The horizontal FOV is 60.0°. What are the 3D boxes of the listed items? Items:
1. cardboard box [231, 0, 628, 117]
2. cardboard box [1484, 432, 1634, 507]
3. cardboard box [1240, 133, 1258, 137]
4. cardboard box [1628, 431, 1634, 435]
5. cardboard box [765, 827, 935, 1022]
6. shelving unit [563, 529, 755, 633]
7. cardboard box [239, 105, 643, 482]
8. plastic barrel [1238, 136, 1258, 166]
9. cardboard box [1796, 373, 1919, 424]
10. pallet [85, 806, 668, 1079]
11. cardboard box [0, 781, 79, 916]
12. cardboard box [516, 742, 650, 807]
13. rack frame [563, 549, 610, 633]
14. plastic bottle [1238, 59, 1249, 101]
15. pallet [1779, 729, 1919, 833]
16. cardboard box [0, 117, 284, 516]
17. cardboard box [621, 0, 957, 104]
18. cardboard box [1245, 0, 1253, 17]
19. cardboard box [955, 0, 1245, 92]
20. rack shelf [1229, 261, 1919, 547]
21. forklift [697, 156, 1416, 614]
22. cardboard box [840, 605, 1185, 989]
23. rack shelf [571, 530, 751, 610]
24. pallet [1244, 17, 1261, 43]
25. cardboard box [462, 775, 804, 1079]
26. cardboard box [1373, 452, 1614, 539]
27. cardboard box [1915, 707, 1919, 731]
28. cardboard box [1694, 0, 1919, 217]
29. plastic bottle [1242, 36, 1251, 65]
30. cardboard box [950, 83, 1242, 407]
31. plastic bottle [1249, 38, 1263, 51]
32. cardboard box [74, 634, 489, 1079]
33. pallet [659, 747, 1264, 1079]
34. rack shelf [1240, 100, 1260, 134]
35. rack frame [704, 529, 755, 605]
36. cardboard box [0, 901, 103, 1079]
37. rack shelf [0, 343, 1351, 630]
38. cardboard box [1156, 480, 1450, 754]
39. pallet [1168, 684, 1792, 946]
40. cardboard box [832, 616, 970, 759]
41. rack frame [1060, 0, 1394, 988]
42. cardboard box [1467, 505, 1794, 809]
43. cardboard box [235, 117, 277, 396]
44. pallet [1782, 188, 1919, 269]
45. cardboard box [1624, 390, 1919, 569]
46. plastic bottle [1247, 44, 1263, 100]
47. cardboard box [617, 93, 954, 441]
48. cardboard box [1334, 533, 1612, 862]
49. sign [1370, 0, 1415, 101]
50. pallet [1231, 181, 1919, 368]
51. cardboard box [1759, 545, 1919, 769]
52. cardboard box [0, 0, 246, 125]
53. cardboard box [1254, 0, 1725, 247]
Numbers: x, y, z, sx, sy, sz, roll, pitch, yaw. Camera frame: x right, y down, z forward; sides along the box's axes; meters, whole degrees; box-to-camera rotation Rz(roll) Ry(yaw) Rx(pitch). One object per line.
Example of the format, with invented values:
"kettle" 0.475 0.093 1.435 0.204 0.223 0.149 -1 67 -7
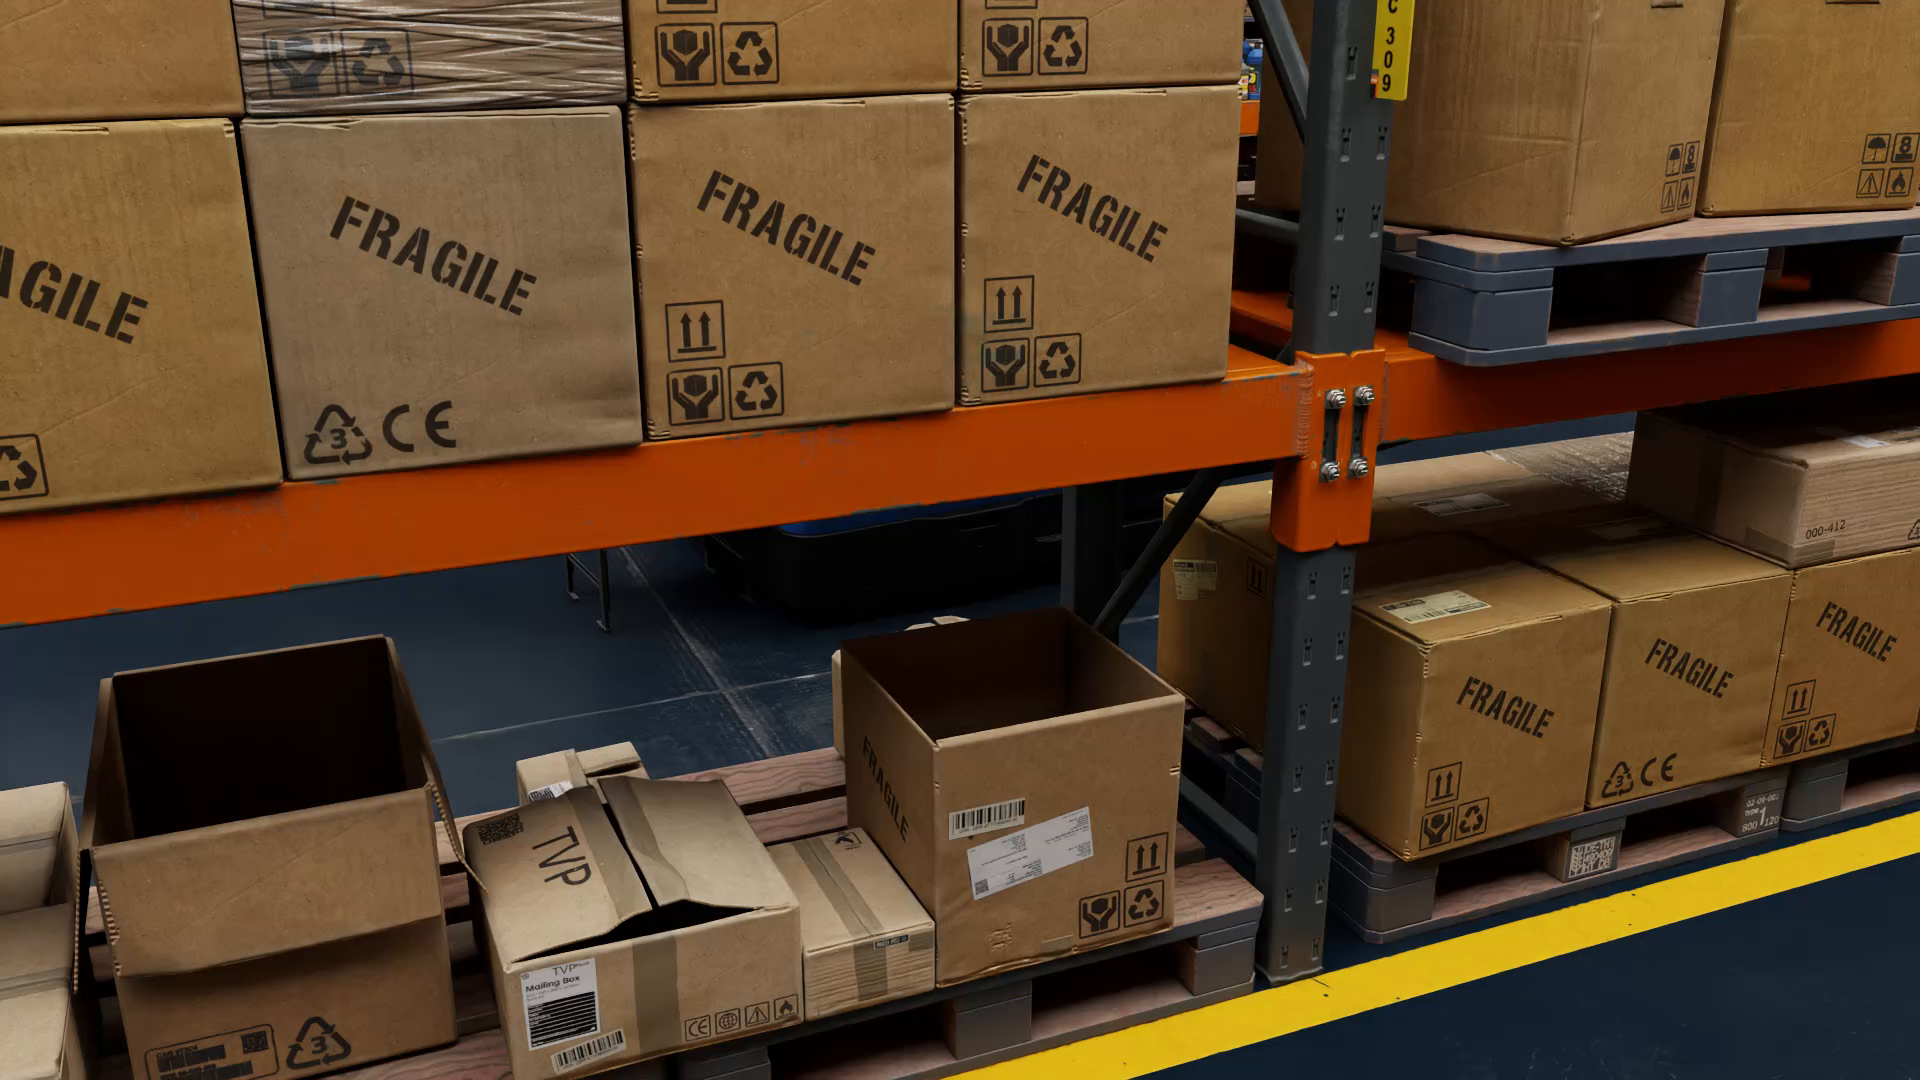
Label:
"cardboard box" -0.795 -0.895 2.391 0.500 0.500 0.500 -8 21 -21
"cardboard box" 1.757 0.035 4.508 0.500 0.500 0.500 -8 21 -21
"cardboard box" 2.393 -3.553 14.699 0.500 0.500 0.700 -10 22 -27
"cardboard box" 2.223 -0.033 4.699 0.500 0.500 0.500 -9 21 -24
"cardboard box" -0.232 0.710 3.118 0.250 0.149 0.380 -8 21 -22
"shelving unit" -0.988 -0.798 5.126 0.503 2.100 0.431 -11 22 -28
"cardboard box" -0.802 -0.423 2.555 0.500 0.500 0.500 -8 21 -21
"plastic barrel" 1.771 -1.798 9.247 0.708 0.830 0.600 -8 21 -22
"cardboard box" 2.418 -0.225 4.117 0.500 0.250 0.500 -9 21 -23
"pallet" -1.254 0.911 3.116 1.213 0.211 1.003 -8 21 -22
"cardboard box" -1.888 0.697 3.003 0.500 0.250 0.500 -8 21 -22
"cardboard box" -0.762 0.579 3.465 0.250 0.166 0.380 -8 21 -22
"rack frame" -1.200 -0.757 5.011 0.015 2.100 0.400 -11 22 -28
"plastic bottle" 1.418 -2.338 8.444 0.097 0.201 0.097 0 19 0
"pallet" 2.353 0.379 4.628 1.213 0.211 1.003 -8 21 -22
"cardboard box" -1.269 -0.355 2.362 0.500 0.500 0.500 -8 21 -21
"cardboard box" -0.332 -0.961 2.579 0.500 0.500 0.500 -9 21 -23
"cardboard box" 2.369 -4.720 14.124 0.637 0.503 0.797 -6 20 -16
"cardboard box" 0.137 -1.029 2.773 0.500 0.500 0.500 -8 21 -22
"rack shelf" 2.335 -0.580 4.235 4.000 0.370 1.077 -8 21 -22
"forklift" 0.545 -1.487 5.831 3.031 2.935 1.130 -11 22 -28
"cardboard box" 0.088 0.477 3.252 0.500 0.500 0.500 -8 21 -22
"rack shelf" -0.988 -0.124 5.363 0.480 0.518 0.431 -11 22 -28
"pallet" 2.053 -4.386 14.251 1.213 0.211 1.003 -8 21 -22
"cardboard box" -0.600 0.665 3.003 0.500 0.311 0.500 -8 21 -22
"cardboard box" 1.296 0.101 4.321 0.500 0.500 0.500 -8 21 -22
"cardboard box" 2.451 0.123 4.258 0.500 0.500 0.500 -9 21 -24
"cardboard box" 1.629 -1.005 3.577 0.500 0.500 0.700 -5 20 -13
"plastic bottle" 1.571 -2.667 9.274 0.097 0.271 0.097 0 19 0
"cardboard box" 0.142 -0.559 2.943 0.500 0.500 0.500 -8 21 -21
"plastic bottle" 1.688 -2.676 9.293 0.135 0.276 0.152 -8 21 -22
"cardboard box" -1.224 0.563 3.004 0.637 0.503 0.797 -8 21 -22
"pallet" -0.132 0.750 3.576 1.213 0.211 1.003 -8 21 -22
"rack shelf" 0.377 -2.091 8.527 4.000 0.370 1.077 -8 21 -22
"rack frame" -0.777 -0.838 5.241 0.015 2.100 0.400 -11 22 -28
"cardboard box" -1.644 0.843 2.589 0.500 0.250 0.500 -8 21 -22
"rack shelf" -1.337 -0.054 2.741 4.000 0.370 1.077 -8 21 -22
"cardboard box" 0.839 0.163 4.143 0.500 0.500 0.500 -8 21 -22
"pallet" 1.231 0.541 4.168 1.213 0.211 1.003 -8 21 -22
"cardboard box" 0.028 0.394 3.772 0.500 0.311 0.500 -8 21 -22
"rack frame" 0.499 -0.656 3.368 0.127 3.000 1.000 -8 21 -22
"cardboard box" 1.525 0.253 3.889 0.500 0.500 0.500 -8 21 -21
"cardboard box" -1.472 -0.518 2.827 0.500 0.500 0.500 -8 21 -23
"pallet" 2.388 -0.834 4.164 1.213 0.211 1.003 -8 21 -22
"cardboard box" 1.958 -0.159 3.929 0.500 0.250 0.500 -8 21 -22
"plastic bottle" 1.507 -2.384 8.469 0.097 0.271 0.097 0 19 0
"cardboard box" -0.331 -0.491 2.749 0.500 0.500 0.500 -8 21 -20
"cardboard box" 1.040 0.326 3.680 0.500 0.500 0.500 -9 21 -24
"sign" 0.721 -0.900 2.758 0.005 0.325 0.100 -8 21 -22
"pallet" 1.276 -0.637 3.604 1.213 0.211 1.003 -8 21 -22
"cardboard box" 1.987 0.189 4.069 0.500 0.500 0.500 -8 21 -21
"cardboard box" -1.257 -0.829 2.204 0.500 0.500 0.500 -8 21 -22
"cardboard box" 1.023 -0.895 3.265 0.500 0.500 0.700 -17 26 -40
